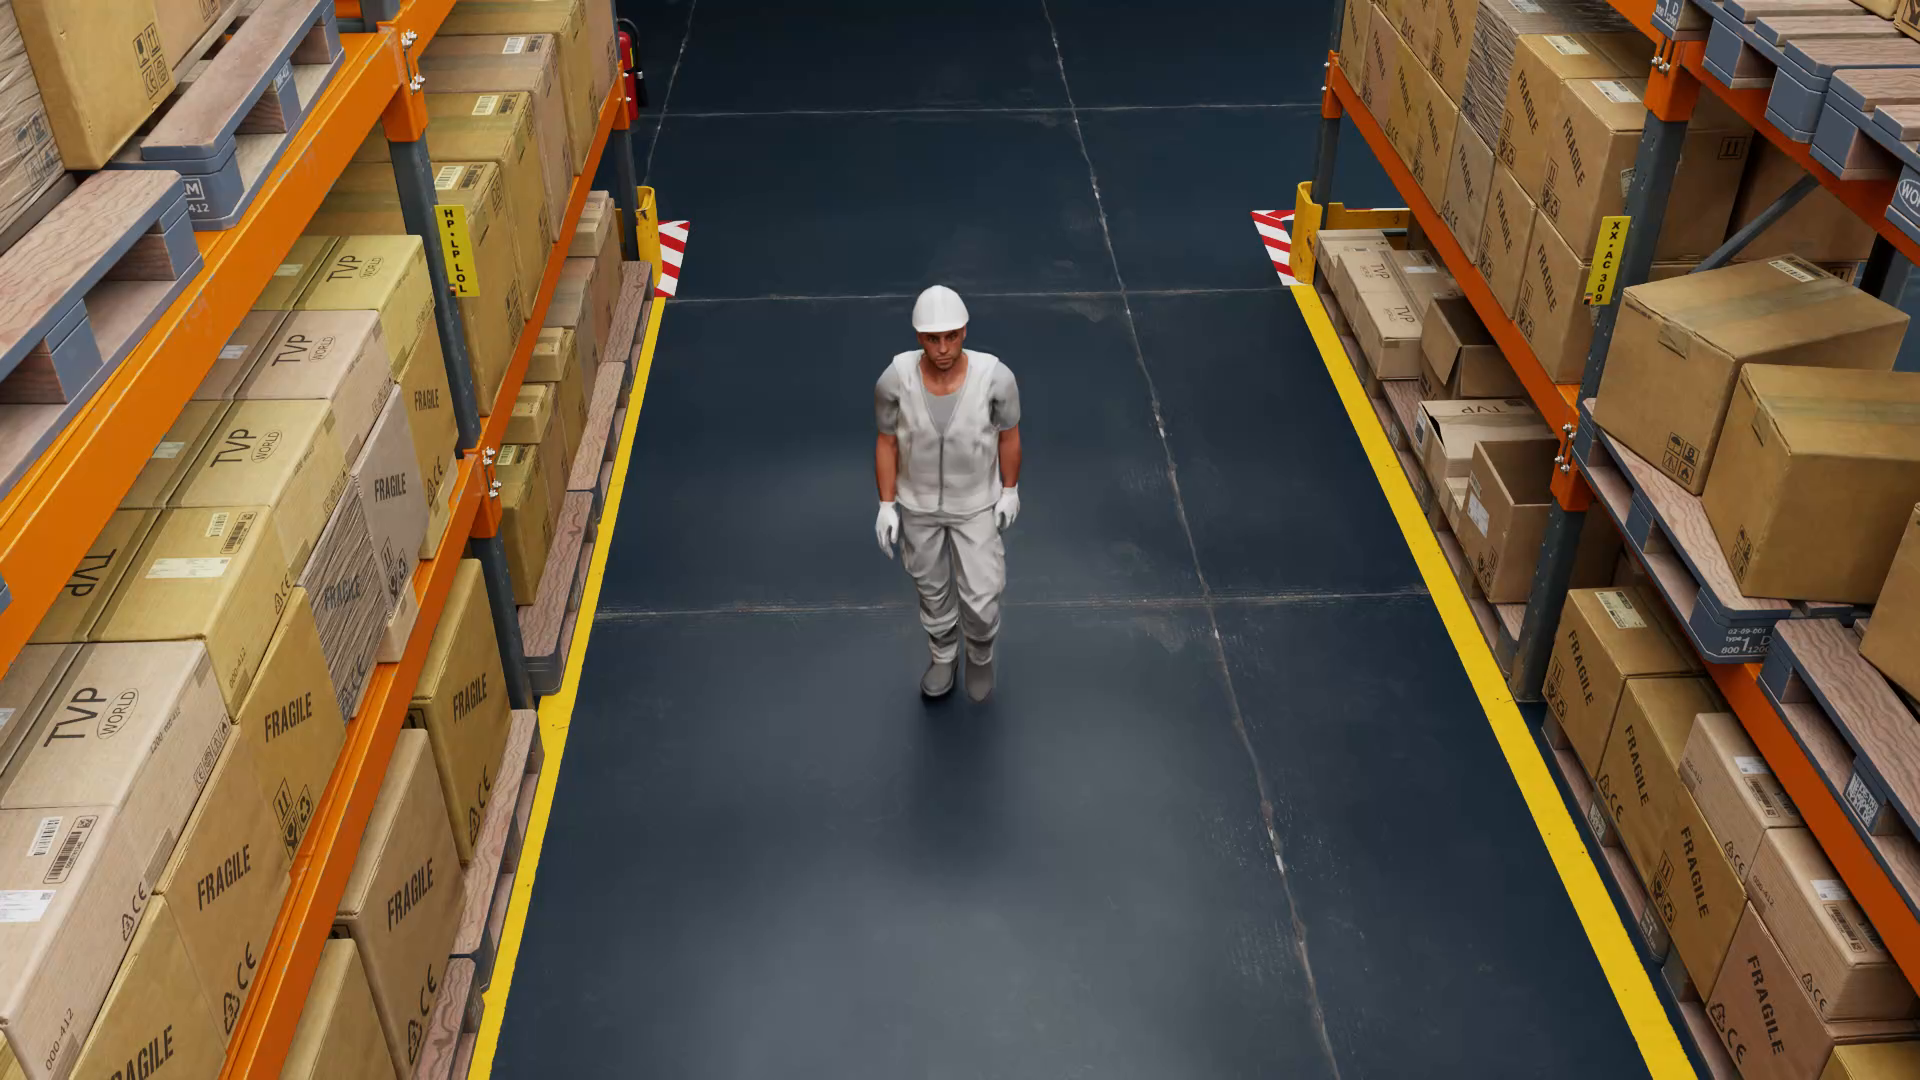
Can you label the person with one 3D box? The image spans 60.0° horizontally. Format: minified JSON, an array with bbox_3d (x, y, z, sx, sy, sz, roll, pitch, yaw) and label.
[{"bbox_3d":[-0.052,-0.108,6.252,0.539,1.812,0.449,4,35,6],"label":"person"}]
